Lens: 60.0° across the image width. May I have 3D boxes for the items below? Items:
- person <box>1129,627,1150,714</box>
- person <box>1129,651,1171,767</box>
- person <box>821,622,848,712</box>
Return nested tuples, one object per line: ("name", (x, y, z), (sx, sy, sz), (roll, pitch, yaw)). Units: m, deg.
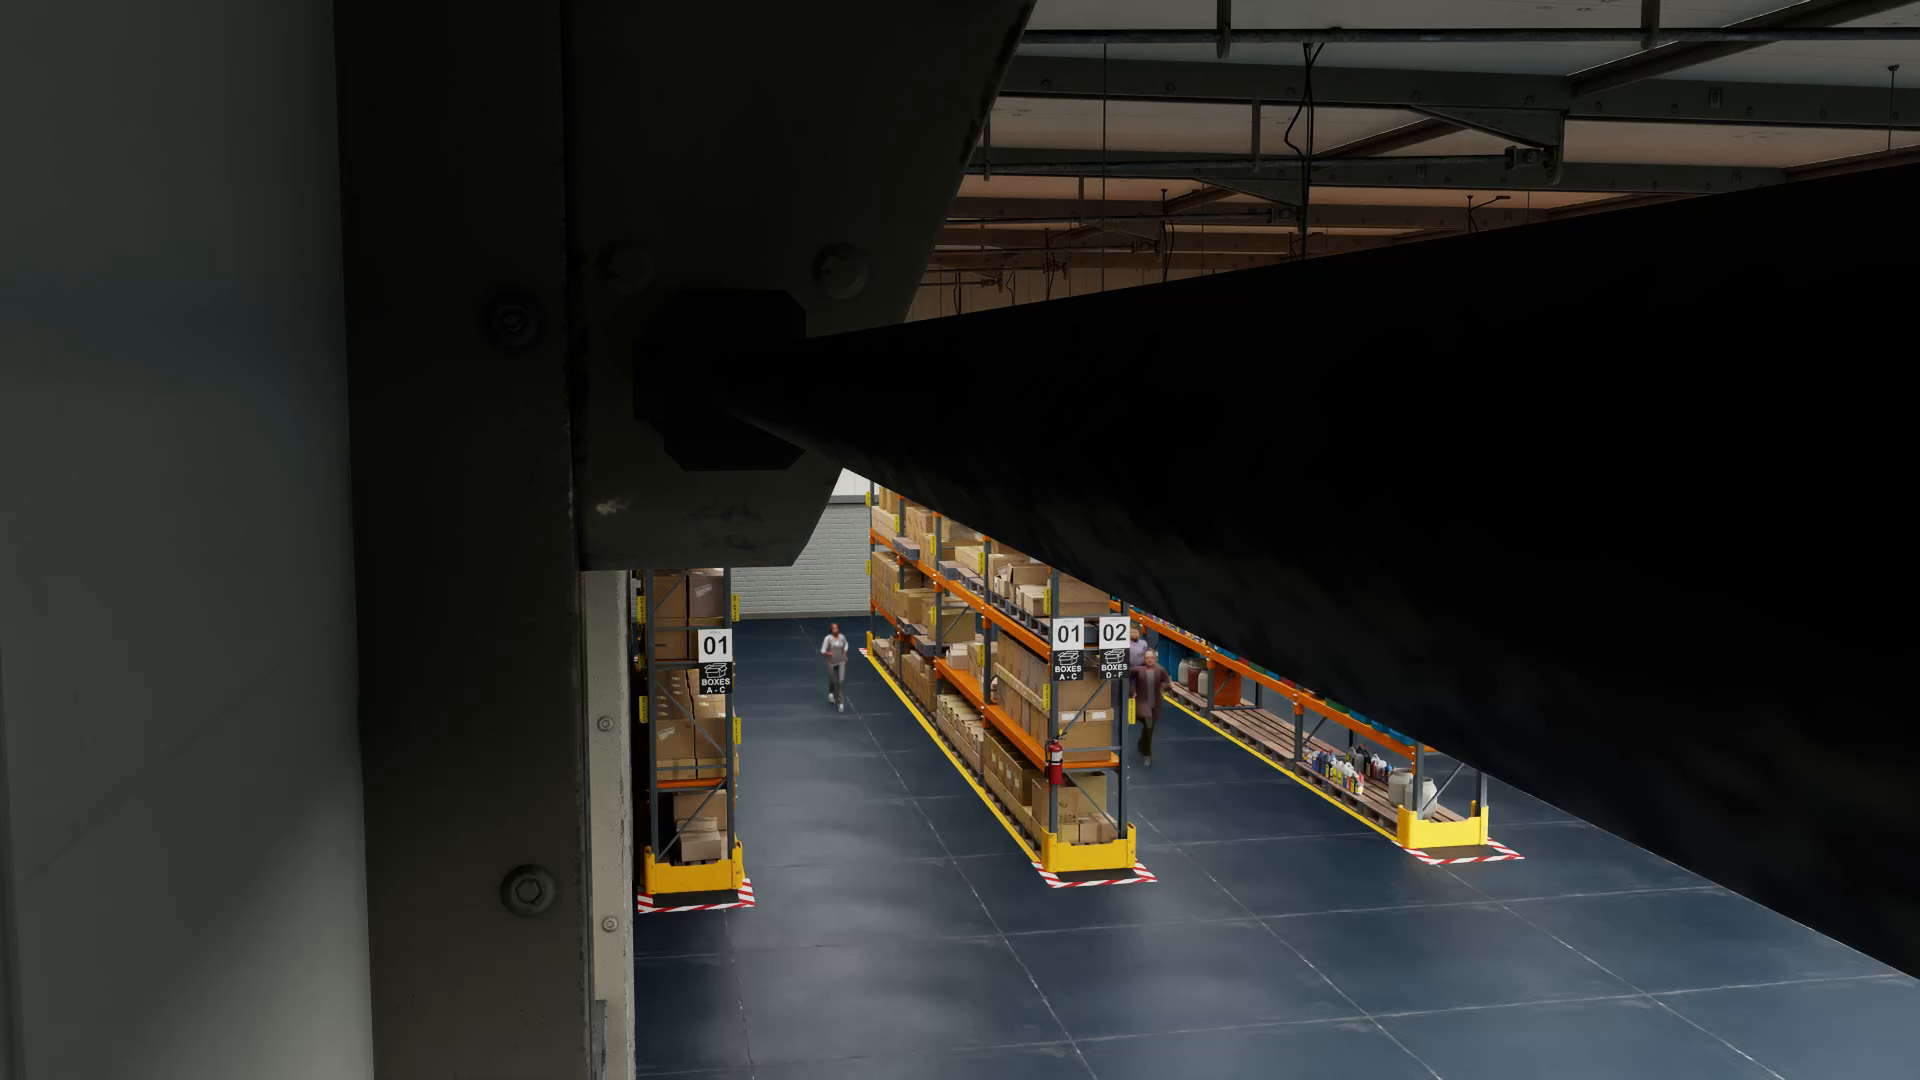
("person", (3.178, 2.381, 30.141), (0.586, 1.613, 0.576), (-1, 6, -6))
("person", (3.036, 2.686, 26.640), (0.665, 1.857, 0.849), (-1, 6, -13))
("person", (-2.310, 2.315, 30.773), (0.536, 1.609, 0.875), (-2, 6, -15))
